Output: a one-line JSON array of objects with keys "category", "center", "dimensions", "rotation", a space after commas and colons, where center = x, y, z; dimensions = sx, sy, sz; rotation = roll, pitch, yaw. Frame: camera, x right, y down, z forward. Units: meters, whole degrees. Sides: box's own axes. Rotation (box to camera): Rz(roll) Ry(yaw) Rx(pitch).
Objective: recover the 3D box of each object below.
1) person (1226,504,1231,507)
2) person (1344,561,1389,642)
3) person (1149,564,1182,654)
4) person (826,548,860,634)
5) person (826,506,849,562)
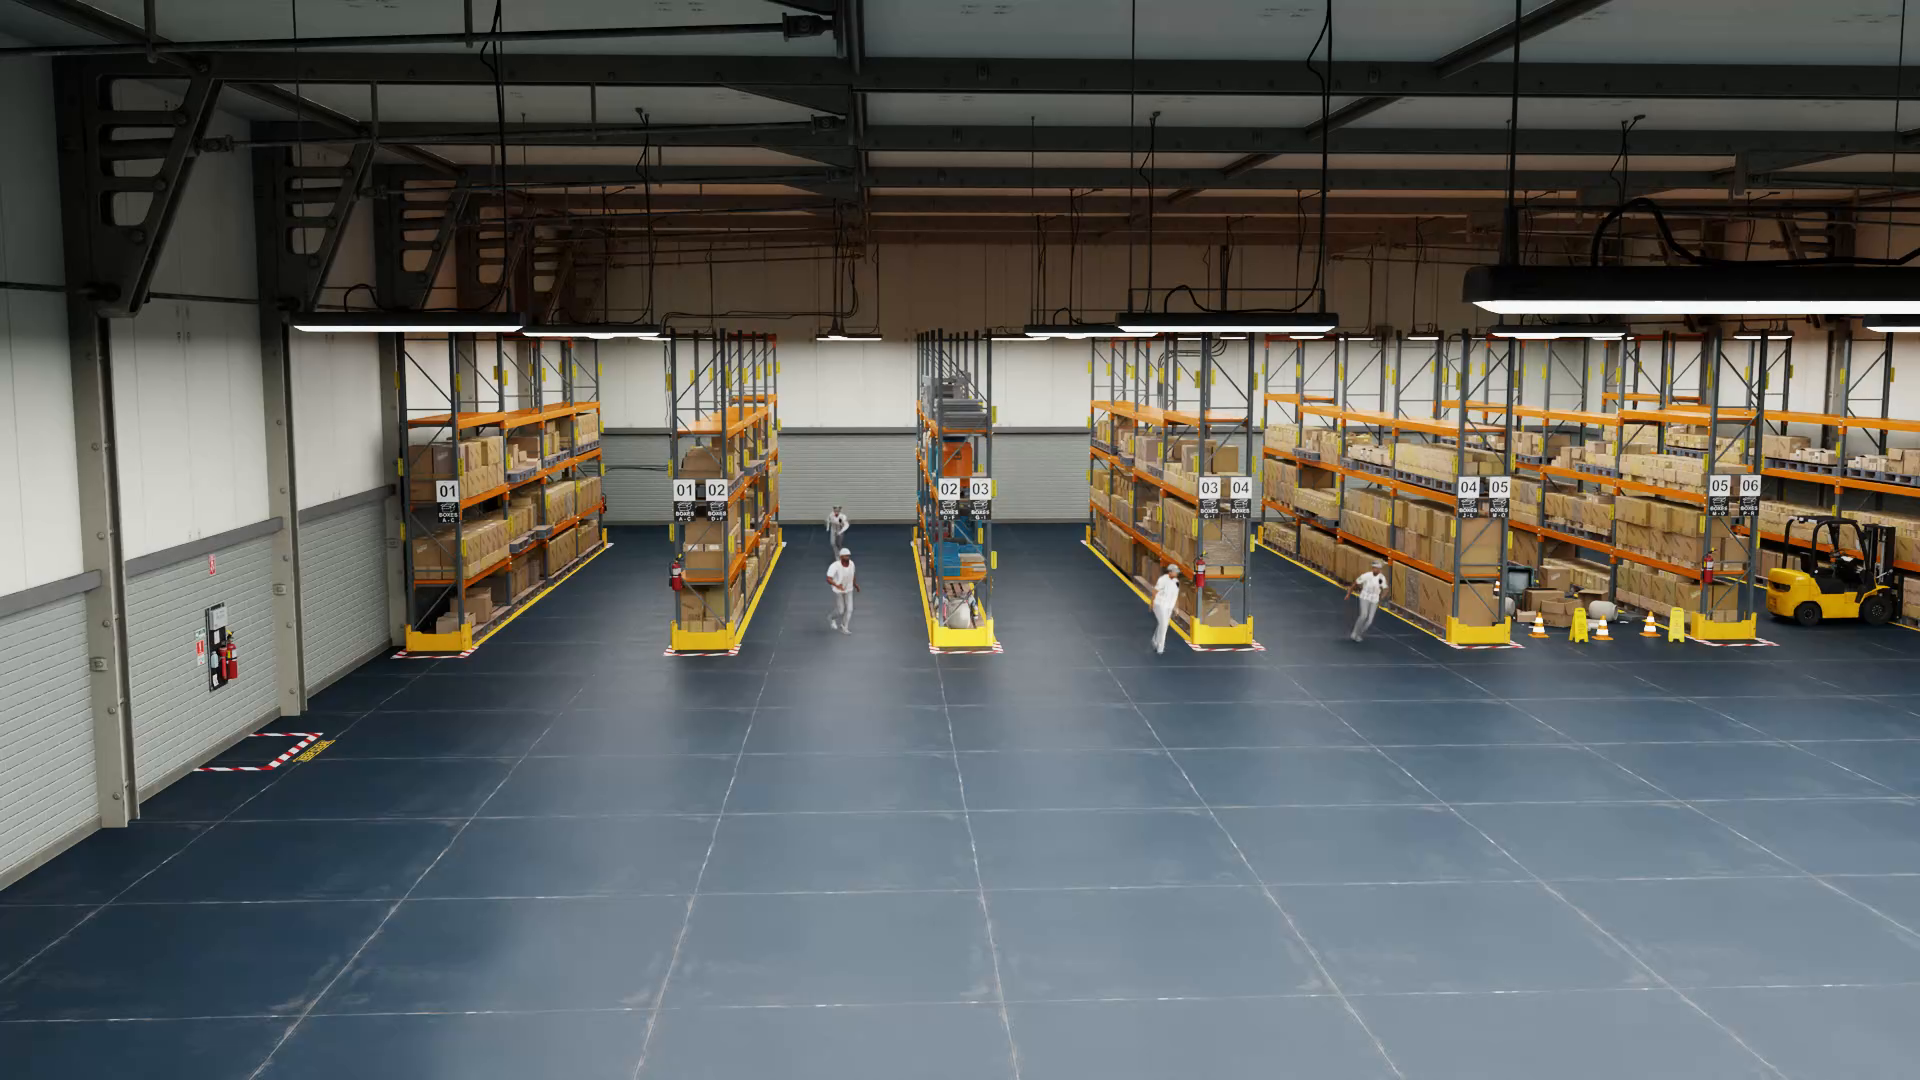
[{"category": "person", "center": [7.480, -0.691, 47.145], "dimensions": [0.703, 1.829, 0.706], "rotation": [1, 7, 6]}, {"category": "person", "center": [7.889, 1.190, 32.018], "dimensions": [0.764, 1.596, 0.629], "rotation": [-2, 7, -13]}, {"category": "person", "center": [3.796, 1.261, 31.153], "dimensions": [0.589, 1.657, 0.655], "rotation": [-4, 8, -33]}, {"category": "person", "center": [-2.364, 1.001, 32.991], "dimensions": [0.701, 1.714, 0.761], "rotation": [-4, 8, -32]}, {"category": "person", "center": [-3.204, -0.184, 43.747], "dimensions": [0.620, 1.506, 1.014], "rotation": [0, 7, 3]}]
